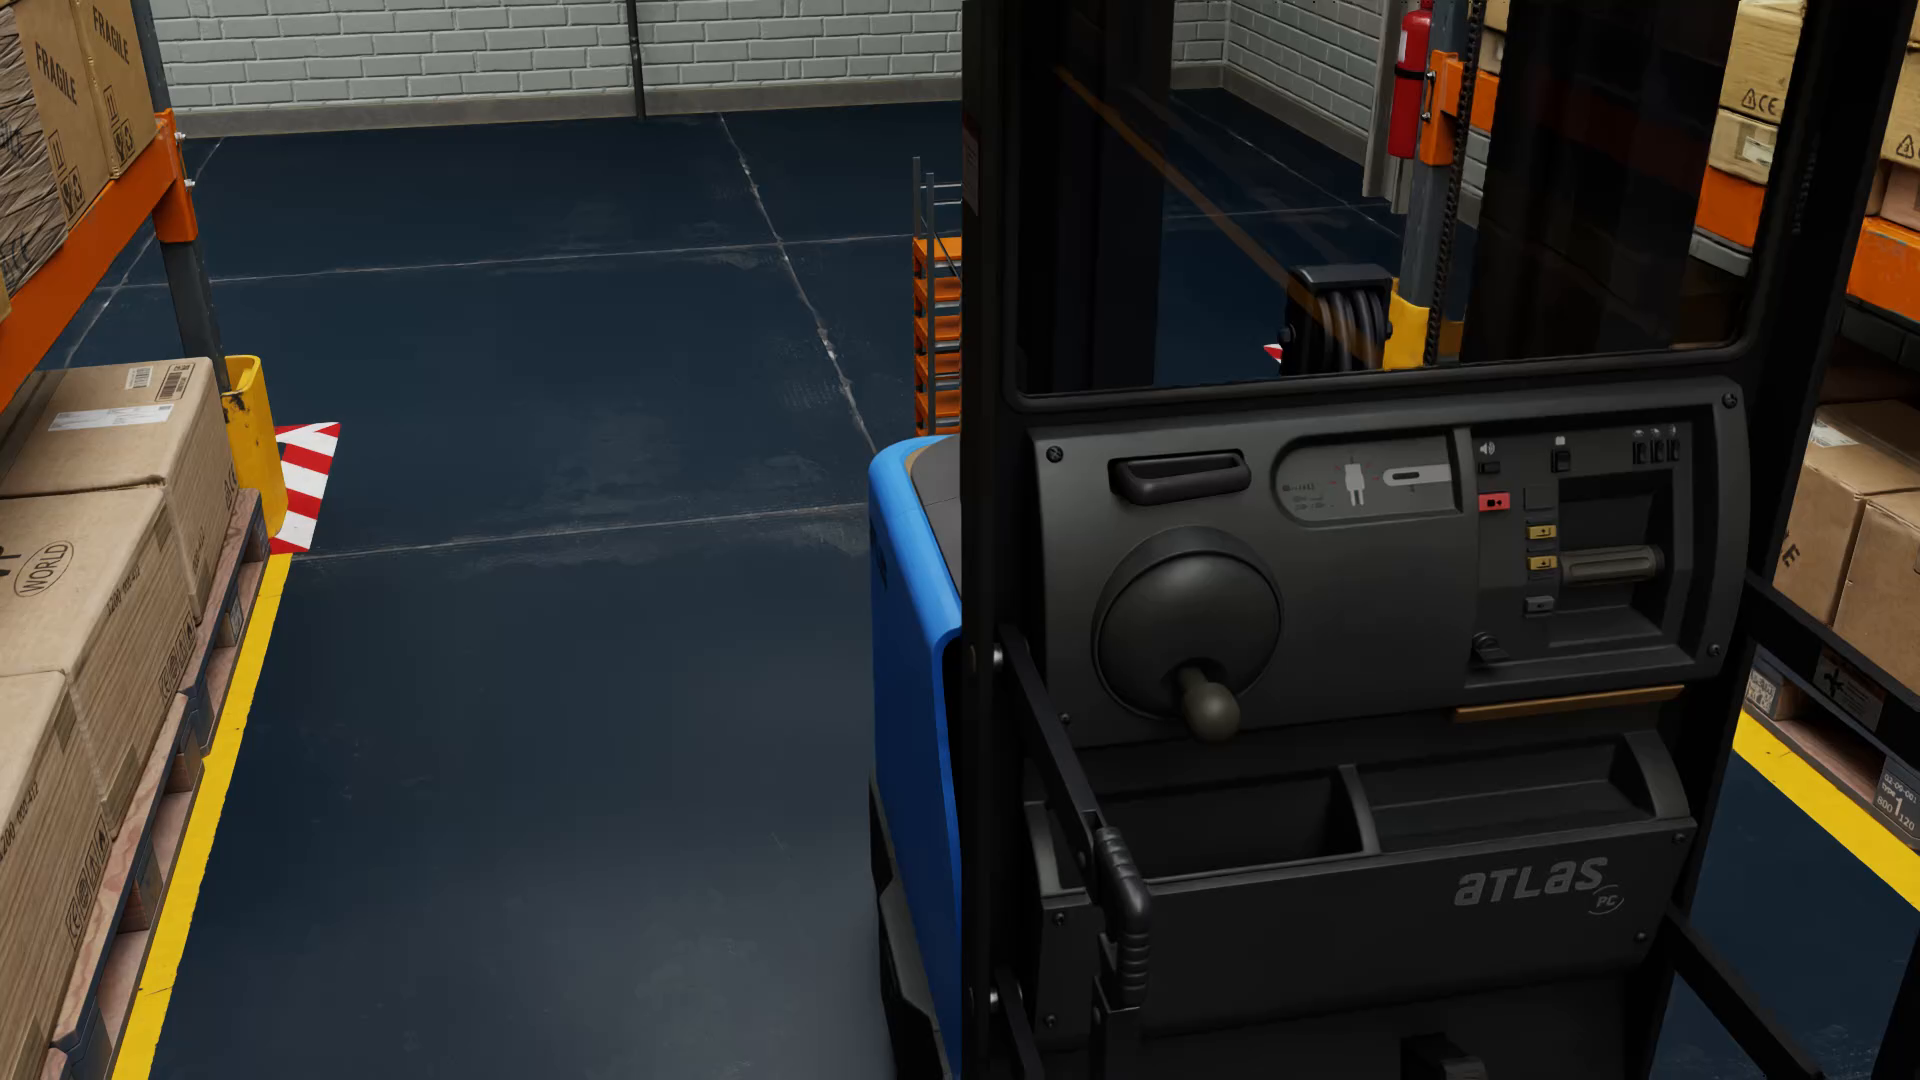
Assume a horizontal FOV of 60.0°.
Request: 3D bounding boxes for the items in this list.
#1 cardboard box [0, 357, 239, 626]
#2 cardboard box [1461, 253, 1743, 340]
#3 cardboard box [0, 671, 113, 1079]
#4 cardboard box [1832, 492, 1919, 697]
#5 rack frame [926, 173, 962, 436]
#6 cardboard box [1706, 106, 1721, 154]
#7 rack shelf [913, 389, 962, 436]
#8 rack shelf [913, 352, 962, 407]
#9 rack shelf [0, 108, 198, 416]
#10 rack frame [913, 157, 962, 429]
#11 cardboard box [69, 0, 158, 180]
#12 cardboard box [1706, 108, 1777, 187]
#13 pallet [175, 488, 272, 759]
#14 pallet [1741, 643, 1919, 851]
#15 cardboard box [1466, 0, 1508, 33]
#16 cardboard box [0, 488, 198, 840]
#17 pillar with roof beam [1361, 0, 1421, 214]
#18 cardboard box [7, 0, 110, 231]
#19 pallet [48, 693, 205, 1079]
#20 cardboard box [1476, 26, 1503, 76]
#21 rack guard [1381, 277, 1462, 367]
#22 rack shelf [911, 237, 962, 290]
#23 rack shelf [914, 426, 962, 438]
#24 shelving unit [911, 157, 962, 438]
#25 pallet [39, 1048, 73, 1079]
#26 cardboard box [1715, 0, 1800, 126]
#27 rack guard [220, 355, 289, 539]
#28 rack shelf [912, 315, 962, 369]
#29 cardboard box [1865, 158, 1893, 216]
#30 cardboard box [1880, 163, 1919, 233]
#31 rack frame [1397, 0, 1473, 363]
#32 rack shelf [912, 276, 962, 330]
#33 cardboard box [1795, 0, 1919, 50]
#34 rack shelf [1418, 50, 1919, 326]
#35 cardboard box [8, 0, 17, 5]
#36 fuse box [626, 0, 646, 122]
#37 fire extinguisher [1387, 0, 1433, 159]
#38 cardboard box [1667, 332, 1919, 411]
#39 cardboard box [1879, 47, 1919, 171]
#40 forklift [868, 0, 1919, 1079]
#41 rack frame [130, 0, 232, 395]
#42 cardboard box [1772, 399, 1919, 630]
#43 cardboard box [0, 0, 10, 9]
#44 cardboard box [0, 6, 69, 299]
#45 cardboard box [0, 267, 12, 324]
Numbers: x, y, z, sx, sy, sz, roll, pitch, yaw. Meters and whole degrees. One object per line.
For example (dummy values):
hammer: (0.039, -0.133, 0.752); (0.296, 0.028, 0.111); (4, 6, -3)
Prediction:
cardboard box: (-2.511, -0.108, 4.513); (0.875, 0.438, 0.875); (-7, 28, -13)
cardboard box: (2.123, -0.645, 5.503); (0.797, 0.503, 0.637); (-7, 28, -14)
cardboard box: (-2.095, 0.689, 2.934); (0.875, 0.438, 0.875); (-7, 28, -13)
cardboard box: (2.512, 0.192, 3.849); (0.700, 0.500, 0.500); (-7, 28, -14)
rack frame: (0.024, -0.489, 4.887); (0.240, 1.200, 0.006); (-6, 27, -12)
cardboard box: (2.142, -1.113, 4.406); (0.380, 0.149, 0.250); (-6, 27, -11)
rack shelf: (0.003, -0.382, 5.041); (0.258, 0.103, 0.180); (-6, 27, -12)
rack shelf: (0.003, -0.490, 4.987); (0.258, 0.103, 0.180); (-6, 27, -12)
rack shelf: (-2.307, -0.145, 3.007); (1.077, 0.370, 4.000); (-6, 27, -12)
rack frame: (-0.017, -0.569, 5.047); (0.240, 1.200, 0.006); (-6, 27, -12)
cardboard box: (-2.391, -1.204, 4.195); (0.500, 0.500, 0.500); (-6, 27, -11)
cardboard box: (2.126, -0.995, 4.171); (0.380, 0.149, 0.250); (-7, 28, -13)
pallet: (-2.501, 0.244, 4.533); (1.003, 0.211, 1.213); (-6, 27, -12)
pallet: (2.547, 0.313, 4.396); (1.003, 0.211, 1.213); (-6, 27, -12)
cardboard box: (1.917, -1.689, 5.104); (0.500, 0.250, 0.500); (-6, 27, -11)
cardboard box: (-2.297, 0.293, 3.718); (0.875, 0.438, 0.875); (-5, 27, -10)
pillar with roof beam: (-1.846, -5.366, 5.894); (9.100, 9.000, 0.400); (-6, 27, -12)
cardboard box: (-2.293, -0.982, 3.756); (0.500, 0.500, 0.500); (-7, 28, -13)
pallet: (-2.230, 0.778, 3.474); (1.003, 0.211, 1.213); (-6, 27, -12)
cardboard box: (1.884, -1.565, 5.301); (0.380, 0.149, 0.250); (-6, 27, -12)
rack guard: (2.095, -0.700, 6.083); (1.175, 0.500, 0.348); (-6, 27, -12)
rack shelf: (0.003, -0.811, 4.825); (0.258, 0.103, 0.180); (-6, 27, -12)
rack shelf: (0.003, -0.275, 5.095); (0.258, 0.103, 0.180); (-6, 27, -12)
shelving unit: (0.003, -0.529, 4.967); (0.258, 1.200, 0.189); (-6, 27, -12)
pallet: (-1.951, 1.315, 2.410); (1.003, 0.211, 1.213); (-6, 27, -12)
cardboard box: (2.149, -1.246, 4.225); (0.500, 0.250, 0.500); (-6, 27, -13)
rack guard: (-2.763, -0.239, 5.168); (1.175, 0.500, 0.348); (-6, 27, -12)
rack shelf: (0.003, -0.597, 4.933); (0.258, 0.103, 0.180); (-6, 27, -12)
cardboard box: (2.205, -0.881, 3.946); (0.380, 0.149, 0.250); (-5, 27, -10)
cardboard box: (2.331, -0.775, 3.736); (0.380, 0.149, 0.250); (-6, 27, -12)
rack frame: (2.077, -1.850, 5.586); (1.000, 3.000, 0.127); (-6, 27, -12)
rack shelf: (0.003, -0.704, 4.879); (0.258, 0.103, 0.180); (-6, 27, -12)
cardboard box: (2.256, -1.365, 3.630); (0.500, 0.500, 0.500); (-5, 27, -10)
rack shelf: (2.528, -0.651, 4.008); (1.077, 0.370, 4.000); (-6, 27, -12)
cardboard box: (-2.271, -1.421, 3.516); (0.500, 0.500, 0.500); (-6, 27, -11)
fuse box: (-1.972, -3.391, 10.070); (0.539, 1.711, 0.414); (-6, 27, -12)
fire extinguisher: (1.594, -1.666, 5.722); (0.296, 0.674, 0.183); (-6, 27, -12)
cardboard box: (2.278, -0.264, 4.752); (0.700, 0.500, 0.500); (-5, 27, -9)
cardboard box: (2.285, -1.023, 3.785); (0.500, 0.250, 0.500); (-7, 28, -13)
forklift: (0.591, 0.060, 1.879); (1.130, 2.935, 3.031); (-5, 27, -10)
rack frame: (-2.758, -1.344, 4.584); (1.000, 3.000, 0.127); (-6, 27, -12)
cardboard box: (2.299, -0.022, 4.272); (0.500, 0.500, 0.500); (-5, 27, -11)
cardboard box: (-2.162, -1.204, 3.085); (0.500, 0.500, 0.500); (-6, 27, -12)
cardboard box: (-2.167, -0.757, 3.310); (0.500, 0.500, 0.500); (-5, 27, -10)
cardboard box: (-2.038, -0.532, 2.864); (0.500, 0.500, 0.500); (-5, 27, -10)
